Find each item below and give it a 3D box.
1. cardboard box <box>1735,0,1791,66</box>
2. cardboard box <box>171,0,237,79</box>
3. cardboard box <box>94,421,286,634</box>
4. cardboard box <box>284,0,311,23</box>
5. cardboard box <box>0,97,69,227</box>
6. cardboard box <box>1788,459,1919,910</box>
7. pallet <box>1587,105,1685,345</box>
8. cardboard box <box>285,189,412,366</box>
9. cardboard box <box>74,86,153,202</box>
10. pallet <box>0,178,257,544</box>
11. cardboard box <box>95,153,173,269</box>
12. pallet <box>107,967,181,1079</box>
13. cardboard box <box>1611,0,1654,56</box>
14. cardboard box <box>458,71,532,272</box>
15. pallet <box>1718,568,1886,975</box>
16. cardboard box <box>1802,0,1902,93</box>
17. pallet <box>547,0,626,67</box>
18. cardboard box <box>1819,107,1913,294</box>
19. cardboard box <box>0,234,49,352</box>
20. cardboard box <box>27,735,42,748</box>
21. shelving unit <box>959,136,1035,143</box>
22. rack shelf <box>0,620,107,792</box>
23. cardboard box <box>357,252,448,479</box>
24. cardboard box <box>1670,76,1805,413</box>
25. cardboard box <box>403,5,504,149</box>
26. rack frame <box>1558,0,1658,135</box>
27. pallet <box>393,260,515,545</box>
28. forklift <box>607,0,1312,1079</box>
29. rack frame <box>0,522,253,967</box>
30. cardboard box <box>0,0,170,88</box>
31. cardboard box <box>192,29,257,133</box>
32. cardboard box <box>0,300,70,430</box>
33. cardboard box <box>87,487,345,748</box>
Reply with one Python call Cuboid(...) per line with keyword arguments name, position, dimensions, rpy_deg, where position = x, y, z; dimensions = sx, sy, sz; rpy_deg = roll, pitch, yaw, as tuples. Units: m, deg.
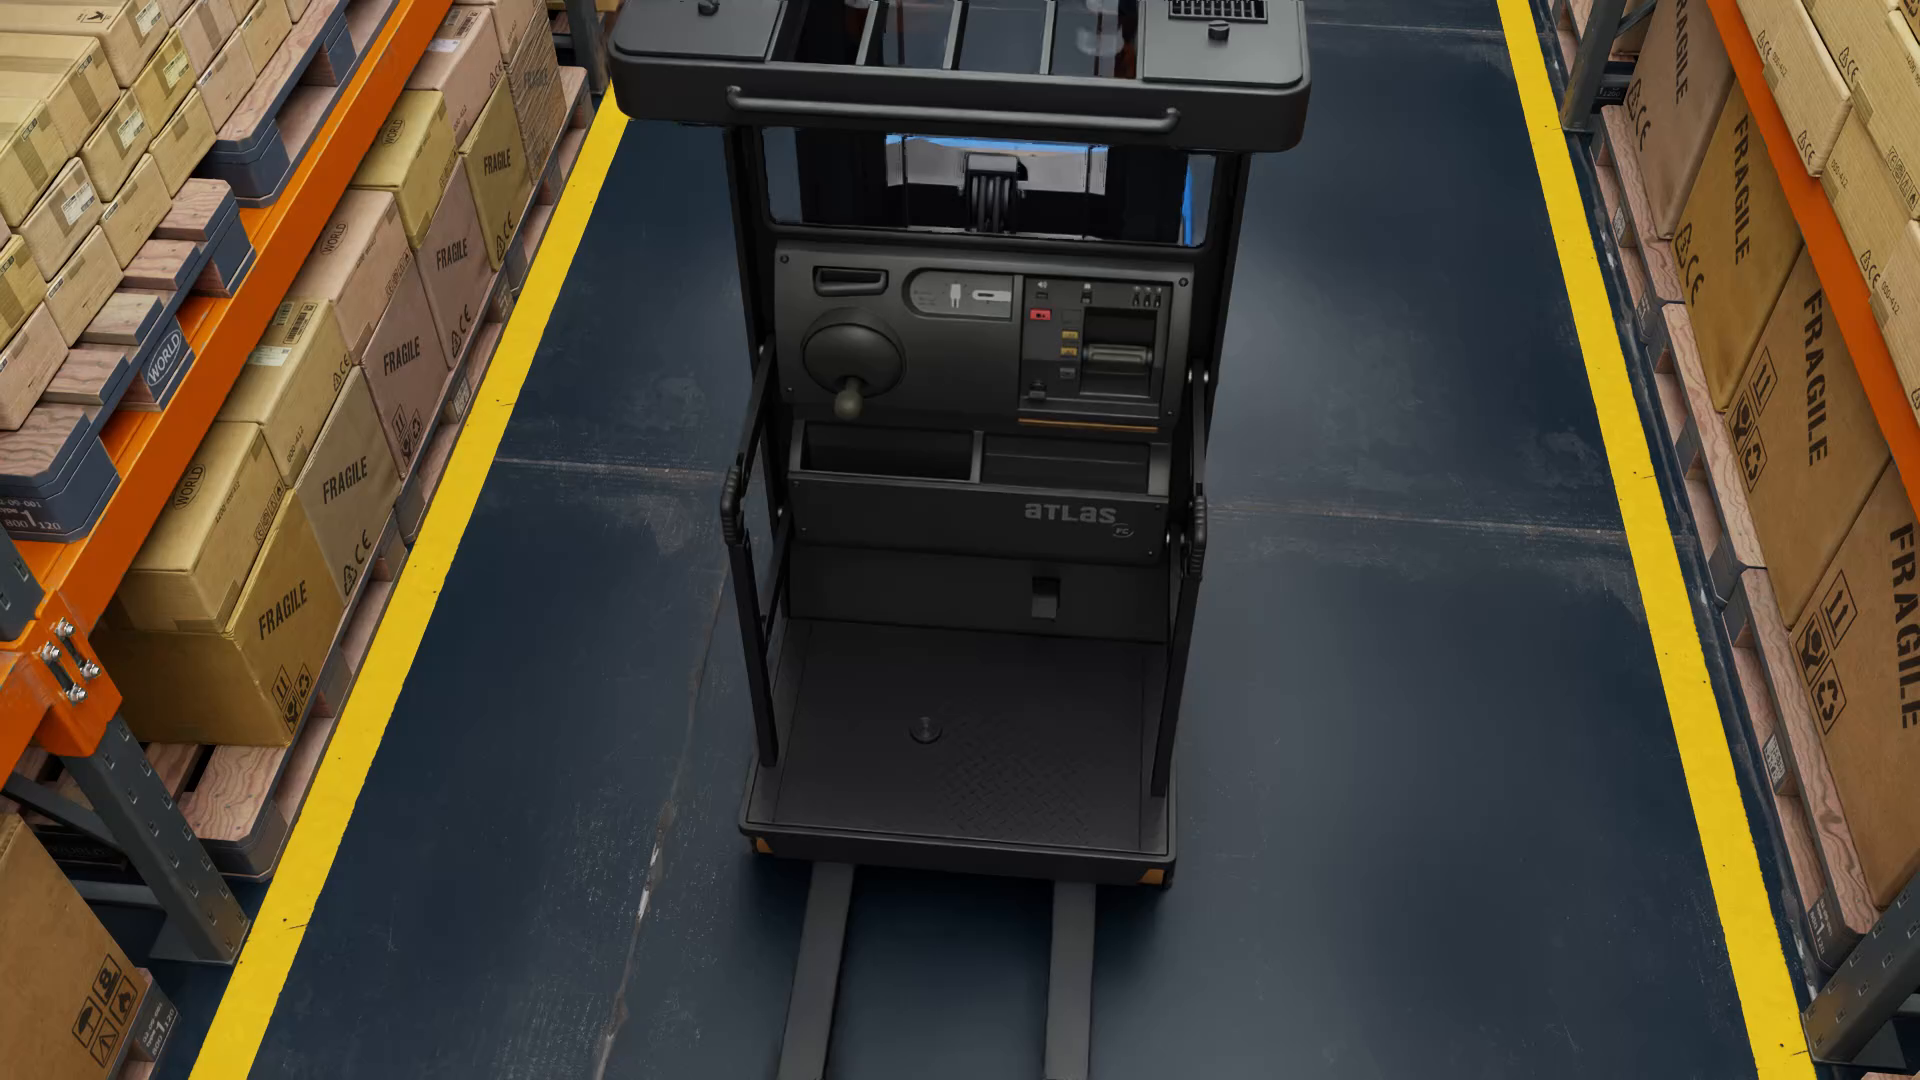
Cuboid(name="cardboard box", position=(2.544, -1.569, 4.754), dimensions=(0.500, 0.250, 0.500), rpy_deg=(4, 48, 3))
Cuboid(name="cardboard box", position=(-2.014, -1.264, 4.057), dimensions=(0.380, 0.149, 0.250), rpy_deg=(4, 48, 4))
Cuboid(name="cardboard box", position=(-2.044, -0.042, 4.157), dimensions=(0.500, 0.250, 0.500), rpy_deg=(2, 48, 2))
Cuboid(name="cardboard box", position=(-1.962, -1.538, 4.510), dimensions=(0.380, 0.149, 0.250), rpy_deg=(2, 48, 2))
Cuboid(name="cardboard box", position=(-2.091, -0.783, 3.415), dimensions=(0.380, 0.149, 0.250), rpy_deg=(3, 48, 2))
Cuboid(name="cardboard box", position=(2.736, 0.331, 4.069), dimensions=(0.875, 0.875, 0.875), rpy_deg=(3, 48, 3))
Cuboid(name="pallet", position=(2.960, -1.168, 6.175), dimensions=(1.003, 0.211, 1.213), rpy_deg=(4, 48, 4))
Cuboid(name="cardboard box", position=(-1.940, -0.778, 4.830), dimensions=(0.500, 0.250, 0.500), rpy_deg=(4, 48, 4))
Cuboid(name="cardboard box", position=(-2.060, -0.895, 3.720), dimensions=(0.380, 0.149, 0.250), rpy_deg=(3, 48, 2))
Cuboid(name="pallet", position=(-2.389, -0.467, 3.774), dimensions=(1.213, 0.211, 1.003), rpy_deg=(4, 48, 4))
Cuboid(name="cardboard box", position=(-2.058, -0.768, 3.805), dimensions=(0.380, 0.149, 0.250), rpy_deg=(6, 48, 5))
Cuboid(name="pallet", position=(-2.495, 1.515, 3.721), dimensions=(1.003, 0.211, 1.213), rpy_deg=(4, 48, 4))
Cuboid(name="cardboard box", position=(3.119, -2.412, 6.875), dimensions=(0.875, 0.438, 0.875), rpy_deg=(3, 48, 3))
Cuboid(name="cardboard box", position=(-1.847, -1.300, 5.816), dimensions=(0.500, 0.500, 0.500), rpy_deg=(3, 48, 3))
Cuboid(name="pallet", position=(2.738, 0.625, 4.535), dimensions=(1.003, 0.211, 1.213), rpy_deg=(4, 48, 4))
Cuboid(name="cardboard box", position=(2.498, -1.369, 4.232), dimensions=(0.500, 0.250, 0.500), rpy_deg=(3, 48, 2))
Cuboid(name="pallet", position=(-1.958, -2.495, 7.389), dimensions=(1.003, 0.211, 1.213), rpy_deg=(4, 48, 4))
Cuboid(name="cardboard box", position=(2.471, -0.826, 4.074), dimensions=(0.500, 0.250, 0.500), rpy_deg=(3, 48, 3))
Cuboid(name="cardboard box", position=(-2.104, -0.499, 3.358), dimensions=(0.380, 0.149, 0.250), rpy_deg=(6, 48, 5))
Cuboid(name="cardboard box", position=(-2.548, 0.200, 4.444), dimensions=(0.500, 0.500, 0.500), rpy_deg=(4, 48, 3))
Cuboid(name="shelving unit", position=(0.100, -0.885, 5.443), dimensions=(0.258, 0.900, 0.210), rpy_deg=(6, 45, 5))
Cuboid(name="rack shelf", position=(-2.530, 1.712, 2.139), dimensions=(1.077, 0.370, 4.000), rpy_deg=(4, 48, 4))
Cuboid(name="cardboard box", position=(-1.945, -0.548, 5.128), dimensions=(0.500, 0.500, 0.500), rpy_deg=(3, 48, 3))
Cuboid(name="cardboard box", position=(2.904, -0.981, 5.269), dimensions=(0.875, 0.875, 0.875), rpy_deg=(5, 48, 5))
Cuboid(name="cardboard box", position=(-1.860, -1.550, 5.536), dimensions=(0.500, 0.250, 0.500), rpy_deg=(6, 48, 5))
Cuboid(name="rack frame", position=(2.955, -2.681, 5.670), dimensions=(1.000, 3.000, 0.127), rpy_deg=(4, 48, 4))
Cuboid(name="pallet", position=(-2.162, -0.528, 5.590), dimensions=(1.003, 0.211, 1.213), rpy_deg=(4, 48, 4))
Cuboid(name="forklift", position=(0.030, -0.349, 3.583), dimensions=(1.130, 2.935, 3.031), rpy_deg=(4, 48, 4))
Cuboid(name="rack frame", position=(-2.348, -0.001, 3.218), dimensions=(1.000, 3.000, 0.127), rpy_deg=(4, 48, 4))
Cuboid(name="cardboard box", position=(-2.040, -1.157, 3.758), dimensions=(0.380, 0.149, 0.250), rpy_deg=(2, 48, 2))
Cuboid(name="cardboard box", position=(-2.013, -1.162, 4.166), dimensions=(0.380, 0.149, 0.250), rpy_deg=(5, 48, 5))
Cuboid(name="cardboard box", position=(-2.106, -0.373, 3.444), dimensions=(0.380, 0.149, 0.250), rpy_deg=(3, 48, 3))
Cuboid(name="cardboard box", position=(-2.030, 0.199, 4.445), dimensions=(0.500, 0.500, 0.500), rpy_deg=(2, 48, 2))
